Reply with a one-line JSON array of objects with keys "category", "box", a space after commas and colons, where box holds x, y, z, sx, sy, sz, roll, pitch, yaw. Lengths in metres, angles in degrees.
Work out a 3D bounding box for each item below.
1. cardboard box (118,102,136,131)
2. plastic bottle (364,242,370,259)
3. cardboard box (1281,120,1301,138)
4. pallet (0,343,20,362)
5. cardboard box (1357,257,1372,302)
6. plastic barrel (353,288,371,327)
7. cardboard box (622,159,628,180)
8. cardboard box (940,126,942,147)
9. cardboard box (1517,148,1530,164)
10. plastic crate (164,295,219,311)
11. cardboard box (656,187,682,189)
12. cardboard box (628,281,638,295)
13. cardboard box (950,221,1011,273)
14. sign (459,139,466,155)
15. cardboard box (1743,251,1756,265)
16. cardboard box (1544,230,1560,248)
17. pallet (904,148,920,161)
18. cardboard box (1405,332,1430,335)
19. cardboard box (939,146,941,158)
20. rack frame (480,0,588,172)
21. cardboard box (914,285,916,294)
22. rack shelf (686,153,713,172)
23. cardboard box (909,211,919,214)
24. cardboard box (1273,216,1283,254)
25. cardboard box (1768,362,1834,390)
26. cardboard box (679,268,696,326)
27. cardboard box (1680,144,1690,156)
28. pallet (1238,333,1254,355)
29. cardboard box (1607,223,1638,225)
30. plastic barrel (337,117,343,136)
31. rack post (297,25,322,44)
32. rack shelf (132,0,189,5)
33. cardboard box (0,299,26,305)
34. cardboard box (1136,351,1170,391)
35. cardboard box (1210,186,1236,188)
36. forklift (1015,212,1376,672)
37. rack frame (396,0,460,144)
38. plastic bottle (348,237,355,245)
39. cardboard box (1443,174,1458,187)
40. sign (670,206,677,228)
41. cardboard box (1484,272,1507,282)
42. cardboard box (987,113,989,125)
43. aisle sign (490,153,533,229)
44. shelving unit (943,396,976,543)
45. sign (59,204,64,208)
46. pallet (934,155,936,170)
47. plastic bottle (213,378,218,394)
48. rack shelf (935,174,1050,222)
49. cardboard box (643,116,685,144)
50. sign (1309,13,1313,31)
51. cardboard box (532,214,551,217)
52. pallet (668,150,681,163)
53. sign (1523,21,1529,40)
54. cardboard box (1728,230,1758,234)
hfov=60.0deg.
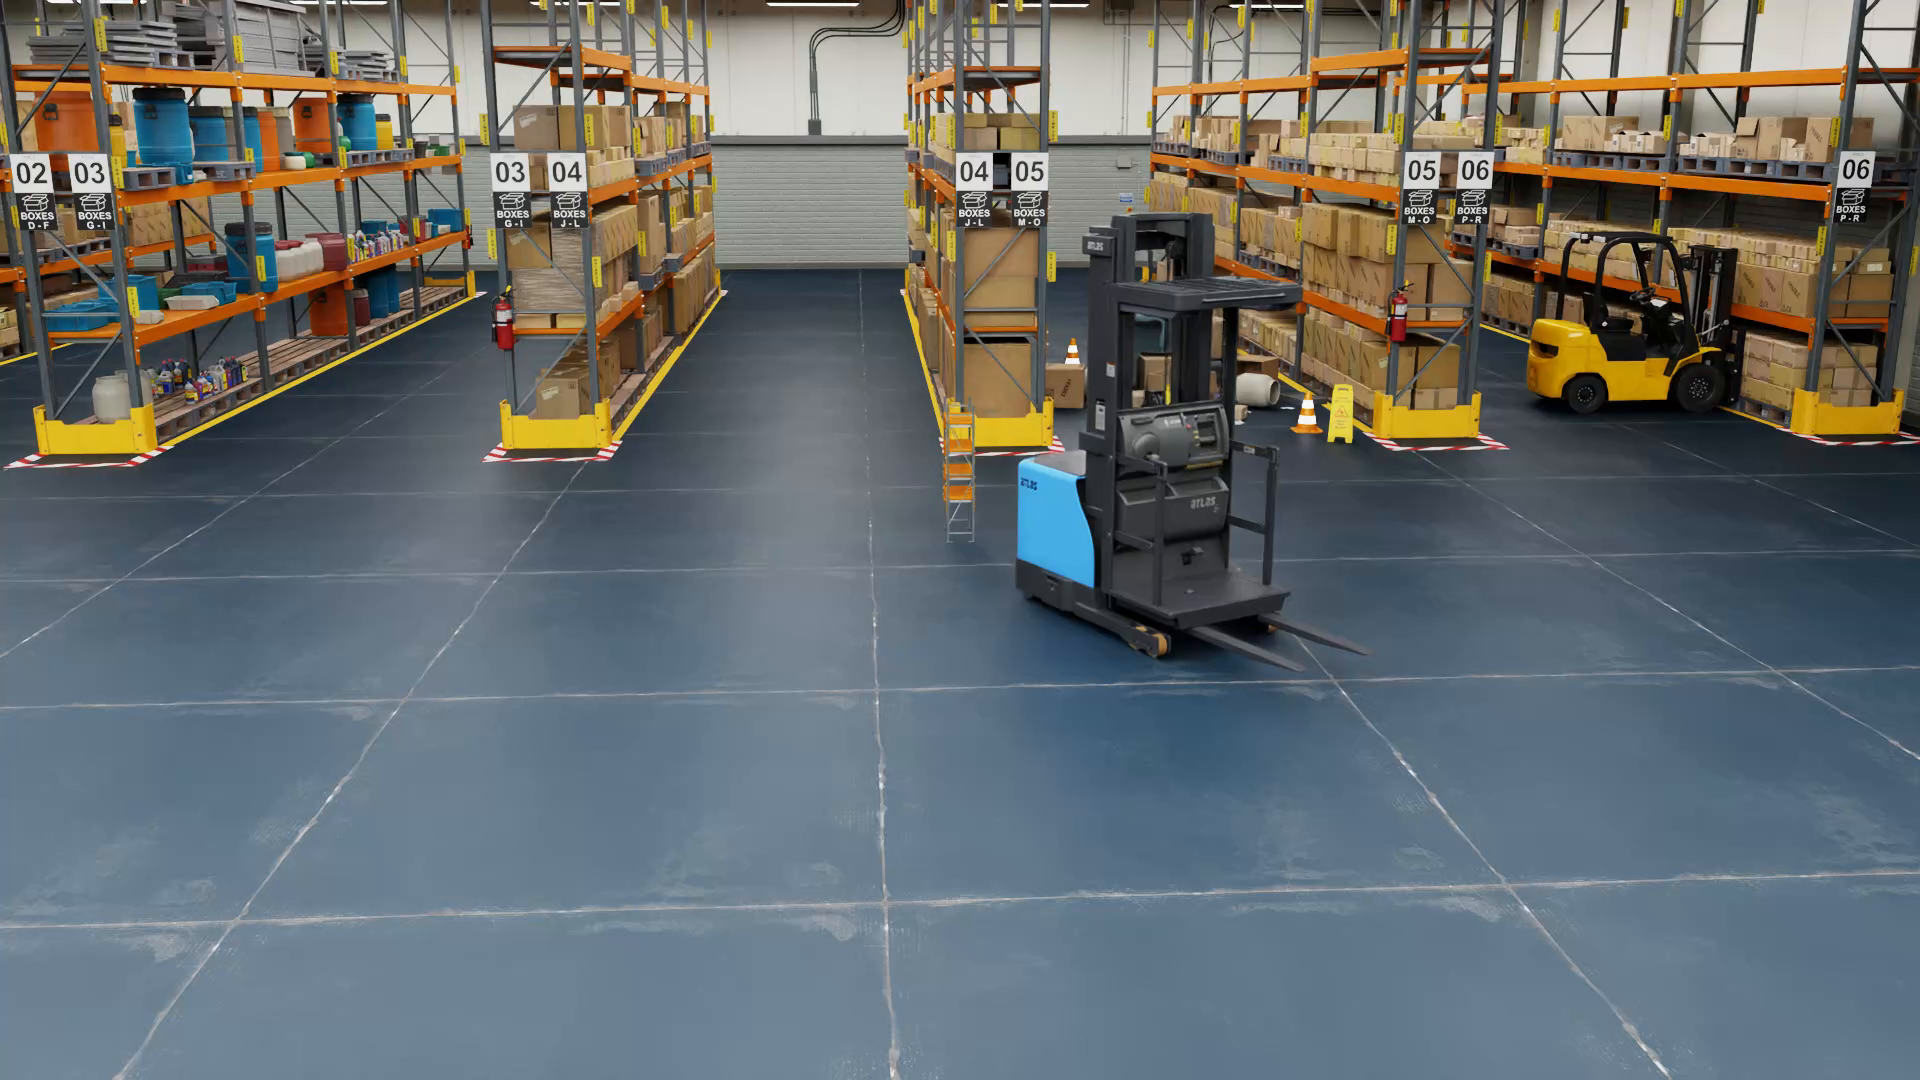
[{"category": "cardboard box", "box": [-15.094, -7.560, 29.663, 0.700, 0.500, 0.500, -1, 14, -3]}, {"category": "plastic bottle", "box": [-9.686, -4.718, 27.102, 0.097, 0.271, 0.097, 0, 14, 0]}, {"category": "cardboard box", "box": [4.889, -5.864, 23.735, 0.500, 0.250, 0.500, -1, 14, -3]}, {"category": "pallet", "box": [-14.877, -2.777, 24.897, 1.003, 0.211, 1.213, -1, 14, -3]}, {"category": "cardboard box", "box": [5.050, -3.096, 19.743, 0.500, 0.500, 0.500, -1, 14, -3]}, {"category": "plastic barrel", "box": [-10.062, -3.846, 27.453, 0.600, 0.588, 0.708, -1, 14, -3]}, {"category": "cardboard box", "box": [-4.443, -4.631, 20.787, 0.500, 0.250, 0.500, -1, 14, -2]}, {"category": "cardboard box", "box": [0.019, -4.941, 20.350, 0.500, 0.250, 0.500, -1, 14, -4]}, {"category": "cardboard box", "box": [9.537, -6.345, 27.447, 0.500, 0.250, 0.500, -1, 14, -3]}, {"category": "plastic crate", "box": [-9.344, -2.886, 20.253, 0.530, 0.136, 0.437, -1, 14, -3]}, {"category": "cardboard box", "box": [-5.706, -6.661, 32.596, 0.500, 0.500, 0.500, -1, 14, -5]}, {"category": "cardboard box", "box": [-4.447, -3.320, 21.913, 0.380, 0.149, 0.250, -1, 14, -3]}, {"category": "cardboard box", "box": [0.341, -3.371, 19.139, 0.875, 0.550, 0.550, -1, 14, -3]}, {"category": "sign", "box": [-9.892, -7.813, 33.062, 0.100, 0.325, 0.005, -1, 14, -3]}, {"category": "cardboard box", "box": [9.934, -3.489, 20.565, 0.380, 0.149, 0.250, -1, 14, -3]}, {"category": "cardboard box", "box": [9.602, -4.771, 26.346, 0.500, 0.250, 0.500, -1, 14, -3]}, {"category": "pallet", "box": [-0.361, -6.738, 29.051, 1.213, 0.211, 1.003, -1, 14, -3]}, {"category": "cardboard box", "box": [5.550, -2.349, 20.807, 0.500, 0.500, 0.500, -1, 14, -2]}, {"category": "cardboard box", "box": [-0.066, -4.840, 20.759, 0.380, 0.149, 0.250, -1, 14, -4]}, {"category": "rack frame", "box": [-4.506, -5.401, 17.458, 1.000, 3.000, 0.127, -1, 14, -3]}, {"category": "cardboard box", "box": [-0.658, -4.639, 30.817, 0.380, 0.149, 0.250, -2, 15, -6]}, {"category": "rack shelf", "box": [-5.373, -7.082, 31.454, 1.077, 0.370, 4.000, -1, 14, -3]}, {"category": "cardboard box", "box": [-0.677, -5.601, 28.743, 0.380, 0.149, 0.250, -1, 14, -4]}, {"category": "cardboard box", "box": [4.822, -4.402, 23.976, 0.500, 0.500, 0.500, 0, 14, -2]}, {"category": "cardboard box", "box": [9.997, -1.956, 19.781, 0.500, 0.250, 0.500, -1, 14, -4]}, {"category": "cardboard box", "box": [-5.071, -4.053, 27.681, 1.225, 0.875, 0.875, -1, 14, -3]}, {"category": "cardboard box", "box": [9.816, -5.187, 22.109, 0.380, 0.149, 0.250, -1, 14, -2]}, {"category": "pallet", "box": [4.937, -3.093, 26.125, 1.003, 0.211, 1.213, -1, 14, -3]}, {"category": "cardboard box", "box": [10.233, -4.812, 25.706, 0.380, 0.149, 0.250, -1, 14, -5]}, {"category": "plastic barrel", "box": [-10.205, -6.569, 26.903, 0.433, 0.535, 0.433, 0, 14, 0]}, {"category": "rack post", "box": [-10.091, -7.756, 25.577, 0.624, 0.289, 0.986, -1, 14, -3]}, {"category": "rack shelf", "box": [-15.261, -9.992, 30.075, 1.077, 0.370, 4.000, -1, 14, -3]}, {"category": "cardboard box", "box": [-15.181, -3.565, 26.494, 0.500, 0.500, 0.500, 0, 14, -1]}, {"category": "cardboard box", "box": [2.683, -2.135, 21.544, 0.797, 0.637, 0.503, -1, 14, -3]}, {"category": "cardboard box", "box": [4.854, -6.288, 30.737, 0.500, 0.500, 0.500, -1, 14, -3]}, {"category": "forklift", "box": [1.625, -0.745, 11.542, 1.130, 2.935, 3.031, -9, 17, -30]}, {"category": "rack frame", "box": [-10.440, -9.304, 32.627, 1.000, 3.000, 0.127, -1, 14, -3]}, {"category": "plastic bottle", "box": [-10.335, -4.994, 28.167, 0.152, 0.276, 0.135, -1, 14, -3]}, {"category": "cardboard box", "box": [5.689, -4.067, 18.798, 0.380, 0.149, 0.250, -1, 14, -3]}, {"category": "sign", "box": [-4.460, -5.018, 25.846, 0.100, 0.325, 0.005, -1, 14, -3]}, {"category": "cardboard box", "box": [9.483, -4.662, 29.498, 0.380, 0.149, 0.250, -1, 14, -4]}, {"category": "cardboard box", "box": [0.544, -5.425, 21.431, 0.380, 0.149, 0.250, -1, 14, -4]}, {"category": "aisle sign", "box": [-4.801, -3.734, 17.804, 0.394, 0.787, 0.004, -1, 14, -3]}, {"category": "shelving unit", "box": [-0.010, -0.622, 14.537, 0.258, 1.200, 0.503, -1, 14, -3]}, {"category": "sign", "box": [-15.678, -5.737, 29.066, 0.100, 0.325, 0.005, -1, 14, -3]}, {"category": "pallet", "box": [0.120, -5.460, 24.088, 1.003, 0.211, 1.213, 0, 14, -1]}, {"category": "plastic bottle", "box": [-9.297, -1.919, 20.696, 0.097, 0.201, 0.097, 0, 14, 0]}, {"category": "rack shelf", "box": [0.327, -4.149, 20.055, 1.077, 0.370, 4.000, -1, 14, -3]}, {"category": "cardboard box", "box": [-5.358, -7.427, 30.107, 0.700, 0.500, 0.500, -2, 15, -7]}, {"category": "sign", "box": [5.431, -8.045, 25.701, 0.100, 0.325, 0.005, -1, 14, -3]}, {"category": "cardboard box", "box": [-4.852, -3.554, 19.515, 0.500, 0.500, 0.500, -1, 14, -3]}, {"category": "pallet", "box": [-5.166, -6.284, 27.288, 1.003, 0.211, 1.213, 0, 14, -1]}, {"category": "sign", "box": [10.149, -9.155, 29.856, 0.100, 0.325, 0.005, -1, 14, -3]}, {"category": "cardboard box", "box": [10.417, -4.024, 22.047, 0.380, 0.149, 0.250, -1, 14, -4]}]
